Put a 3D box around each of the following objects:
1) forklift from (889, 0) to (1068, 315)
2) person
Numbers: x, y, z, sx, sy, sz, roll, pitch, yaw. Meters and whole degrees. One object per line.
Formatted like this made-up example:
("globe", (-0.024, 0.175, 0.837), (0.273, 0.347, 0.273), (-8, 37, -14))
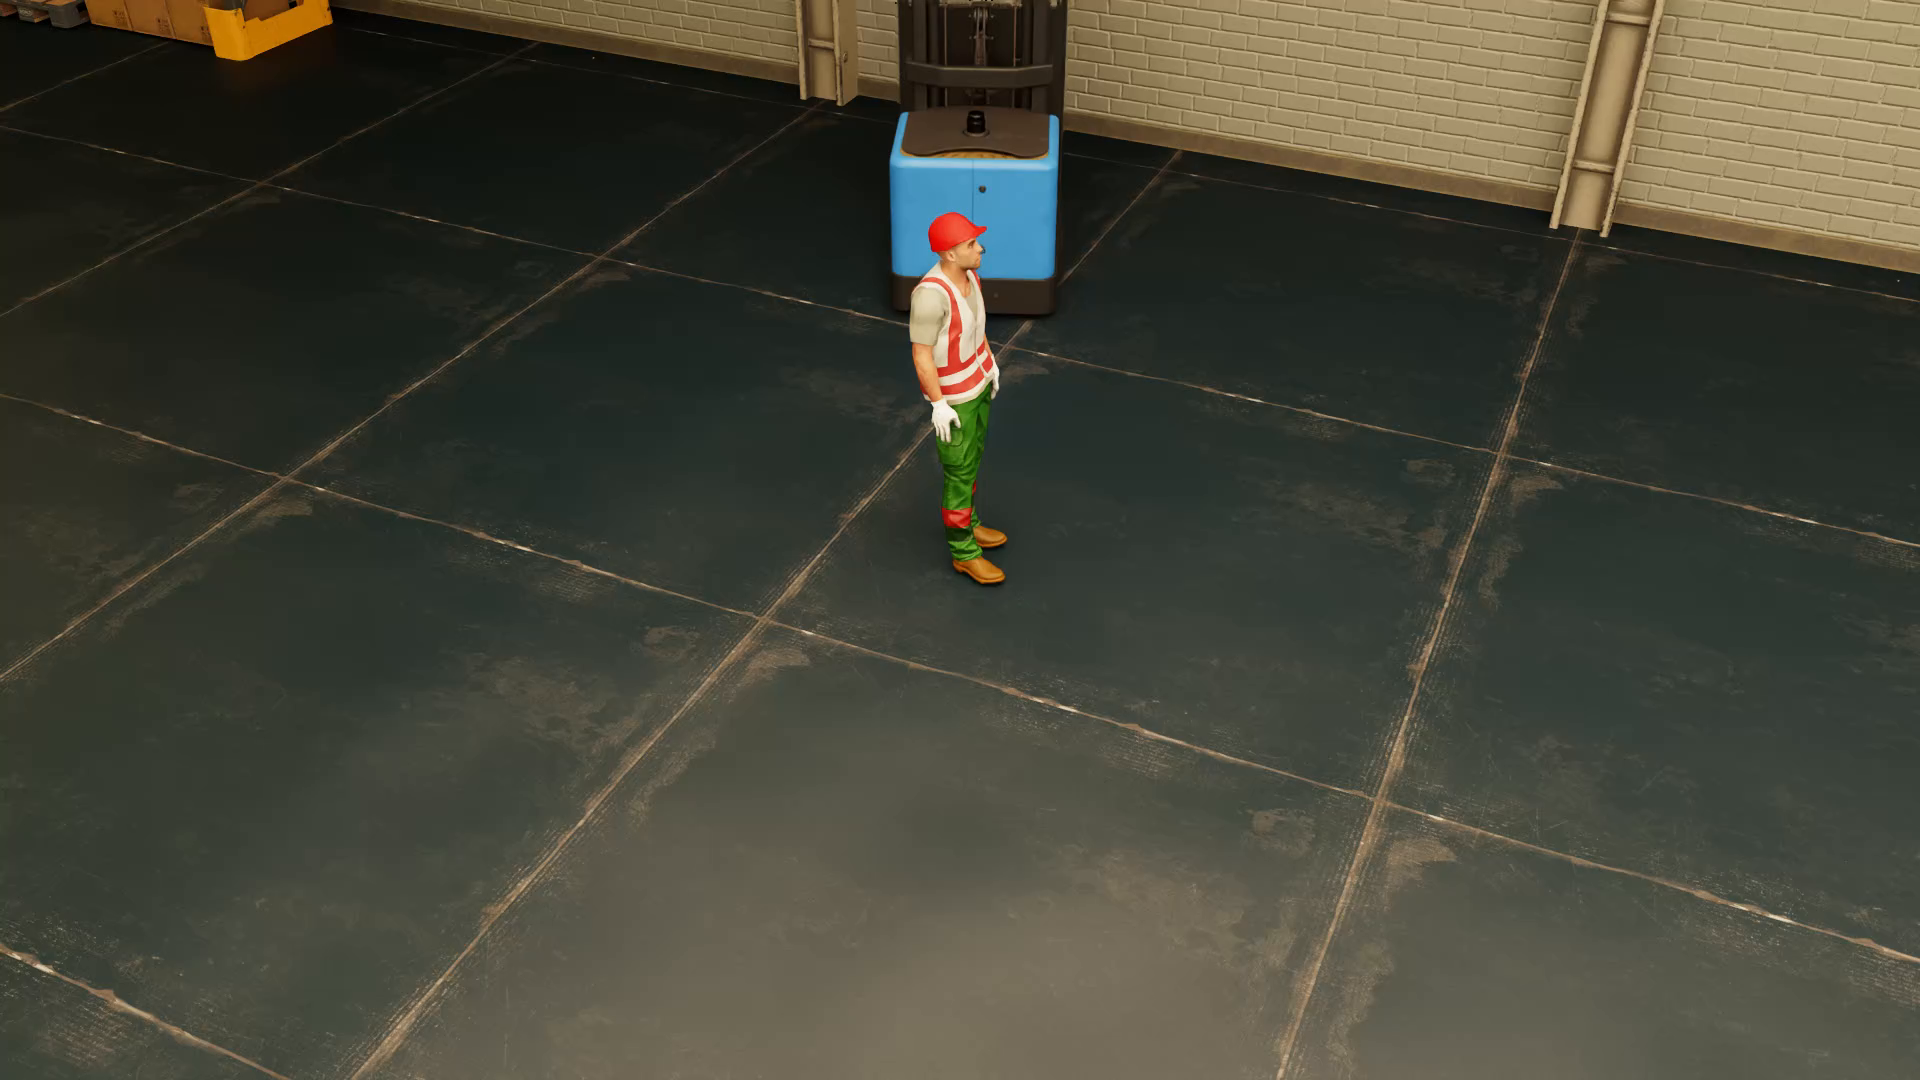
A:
("forklift", (0.160, -3.446, 10.917), (1.130, 2.935, 3.031), (2, 36, 3))
("person", (0.068, -0.709, 8.051), (0.564, 1.787, 0.638), (15, 38, 20))
